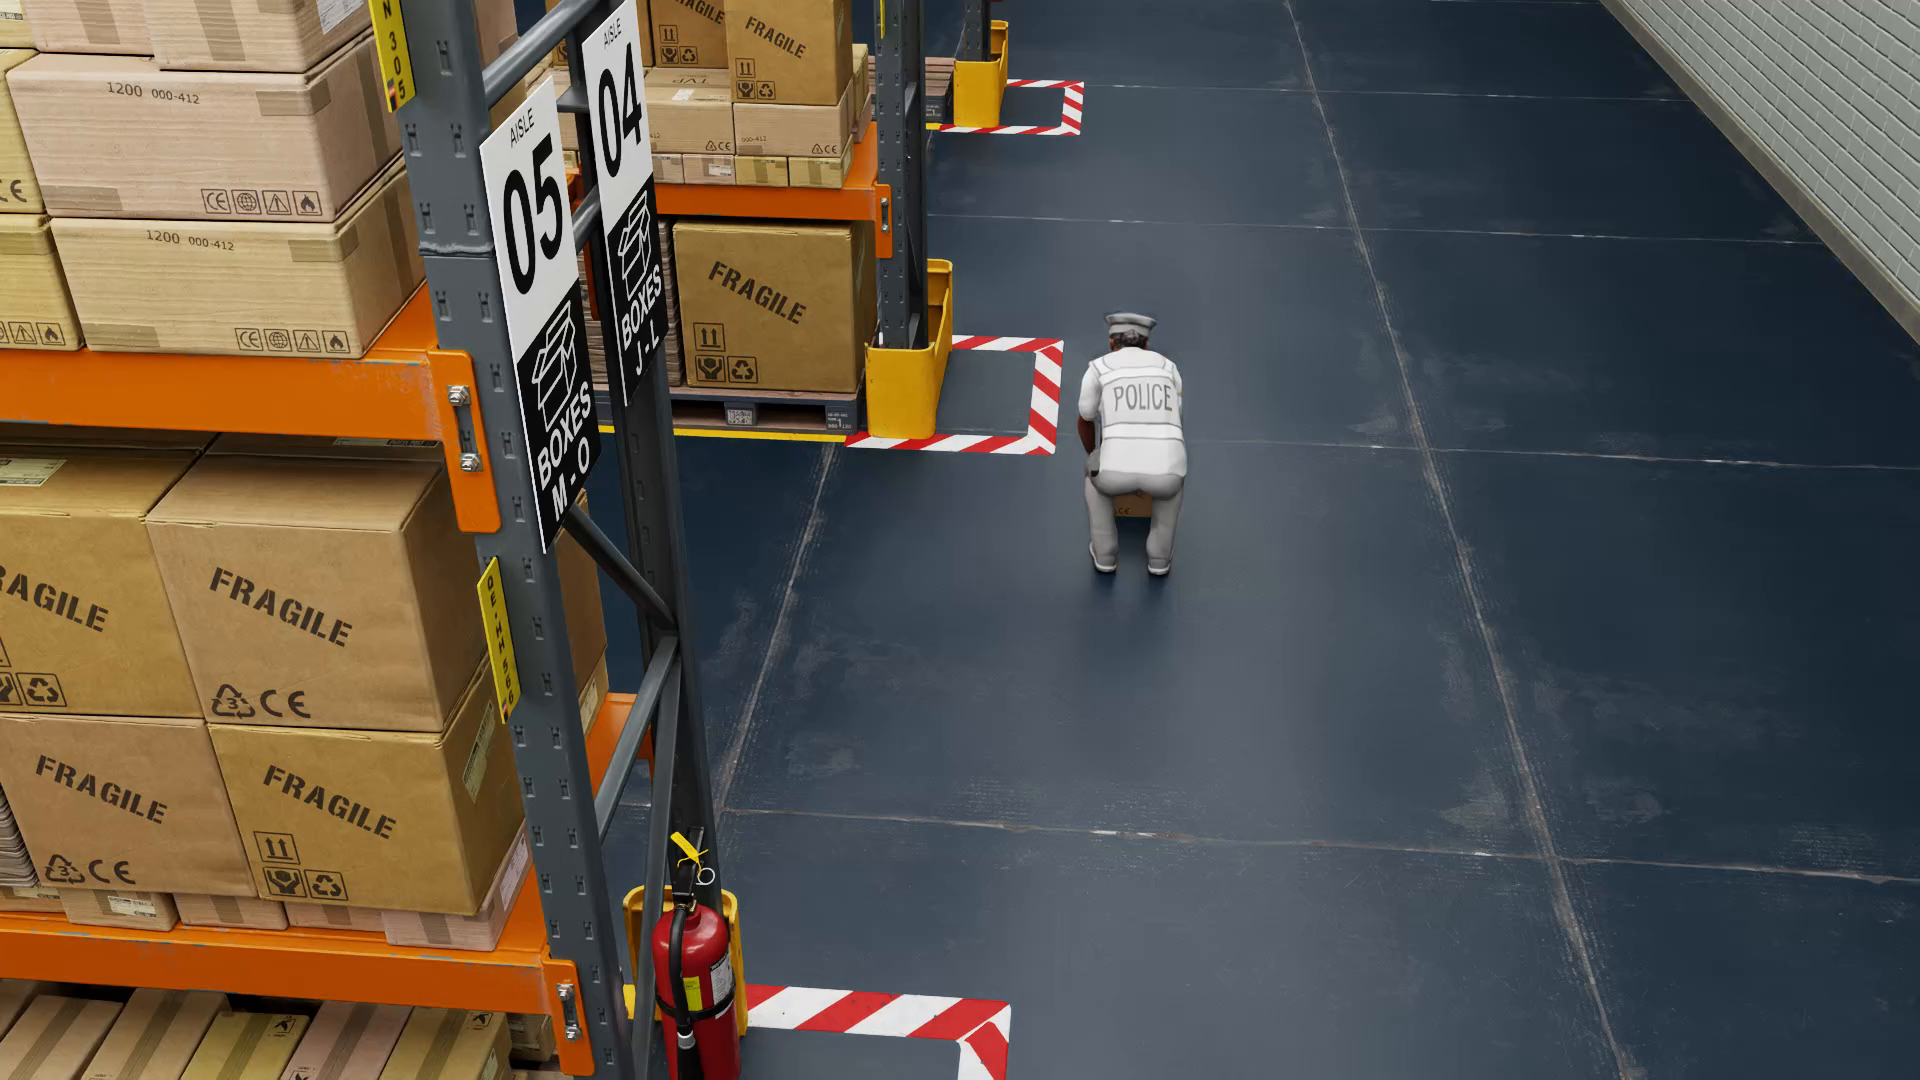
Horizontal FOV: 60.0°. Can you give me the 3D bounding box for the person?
[{"bbox_3d":[0.760,-0.419,7.378,0.490,1.057,0.841,2,32,4],"label":"person"}]
